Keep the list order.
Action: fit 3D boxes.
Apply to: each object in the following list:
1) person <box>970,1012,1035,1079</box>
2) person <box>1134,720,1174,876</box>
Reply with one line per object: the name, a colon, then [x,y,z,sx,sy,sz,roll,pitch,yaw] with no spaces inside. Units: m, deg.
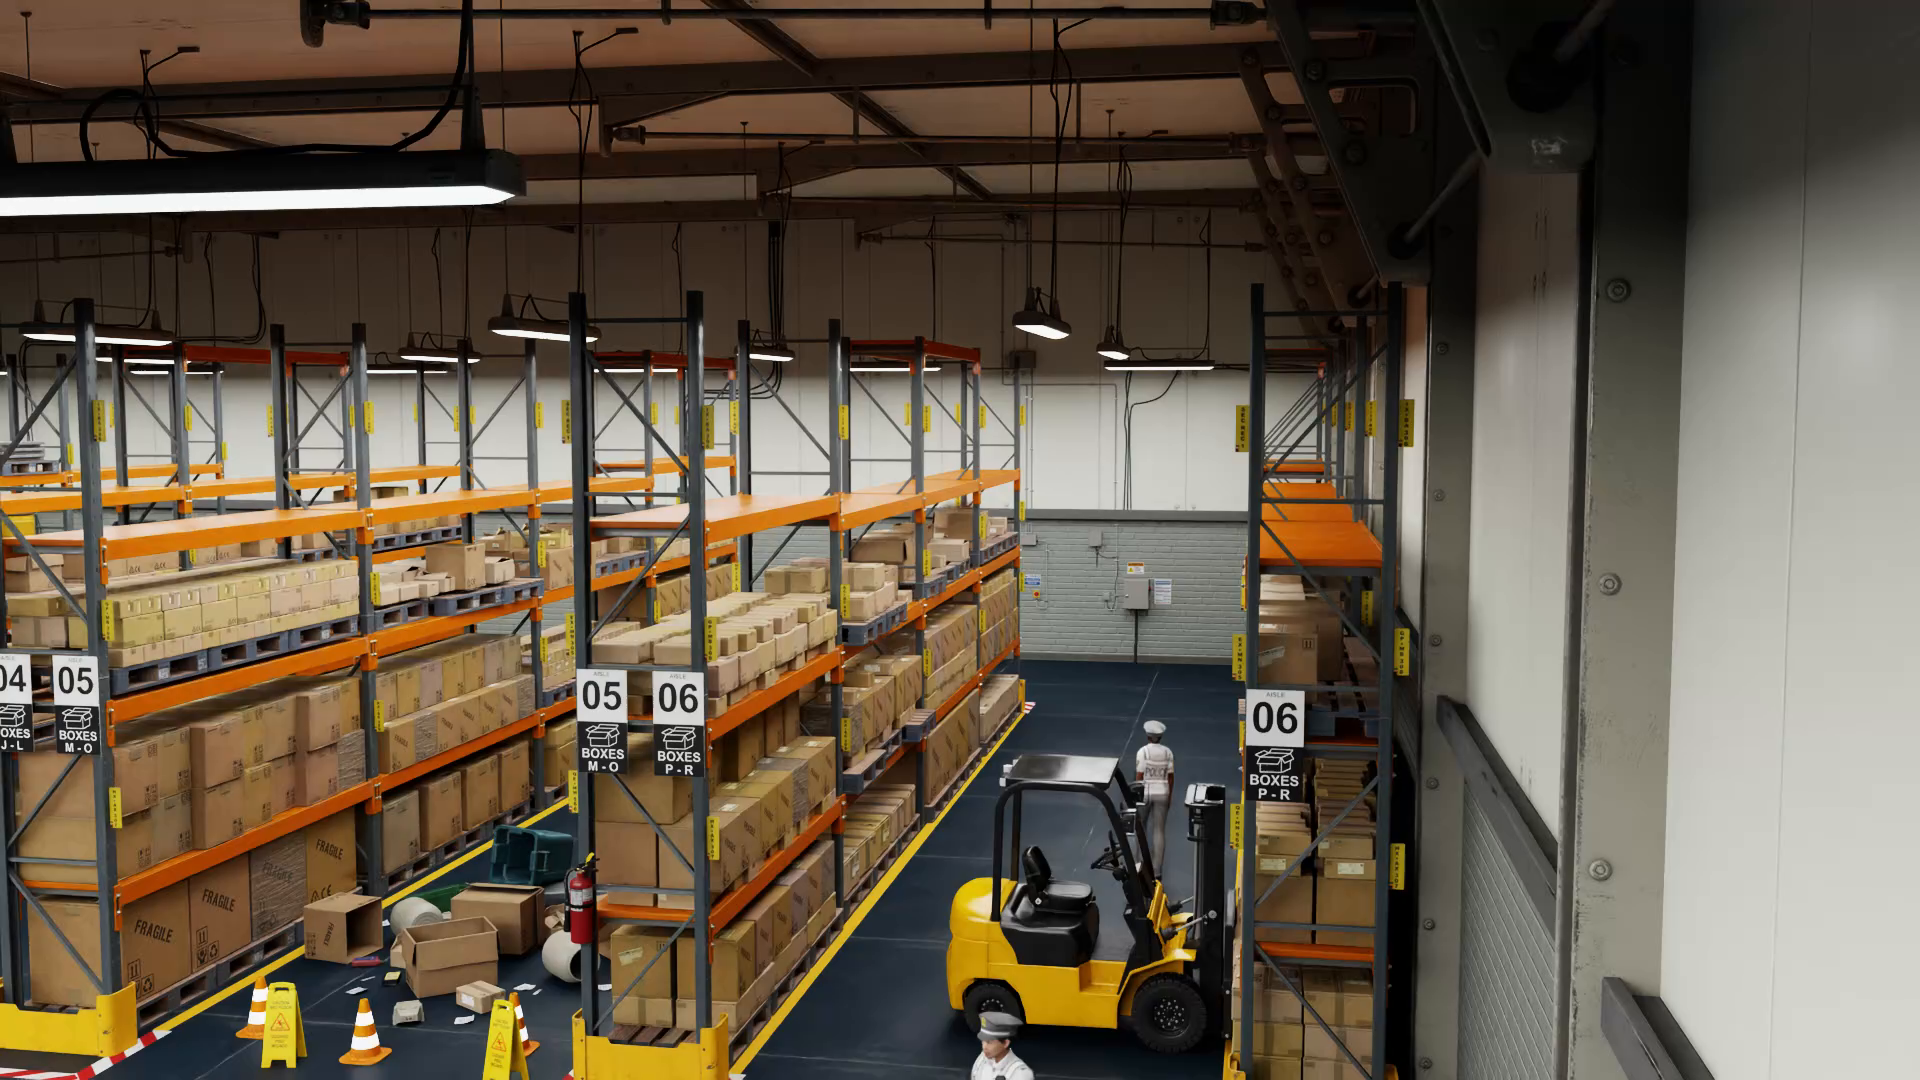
person: [0.169,3.558,9.712,1.018,1.613,0.519,-3,6,-35]
person: [2.144,2.875,18.380,0.464,1.728,0.612,0,5,-3]
